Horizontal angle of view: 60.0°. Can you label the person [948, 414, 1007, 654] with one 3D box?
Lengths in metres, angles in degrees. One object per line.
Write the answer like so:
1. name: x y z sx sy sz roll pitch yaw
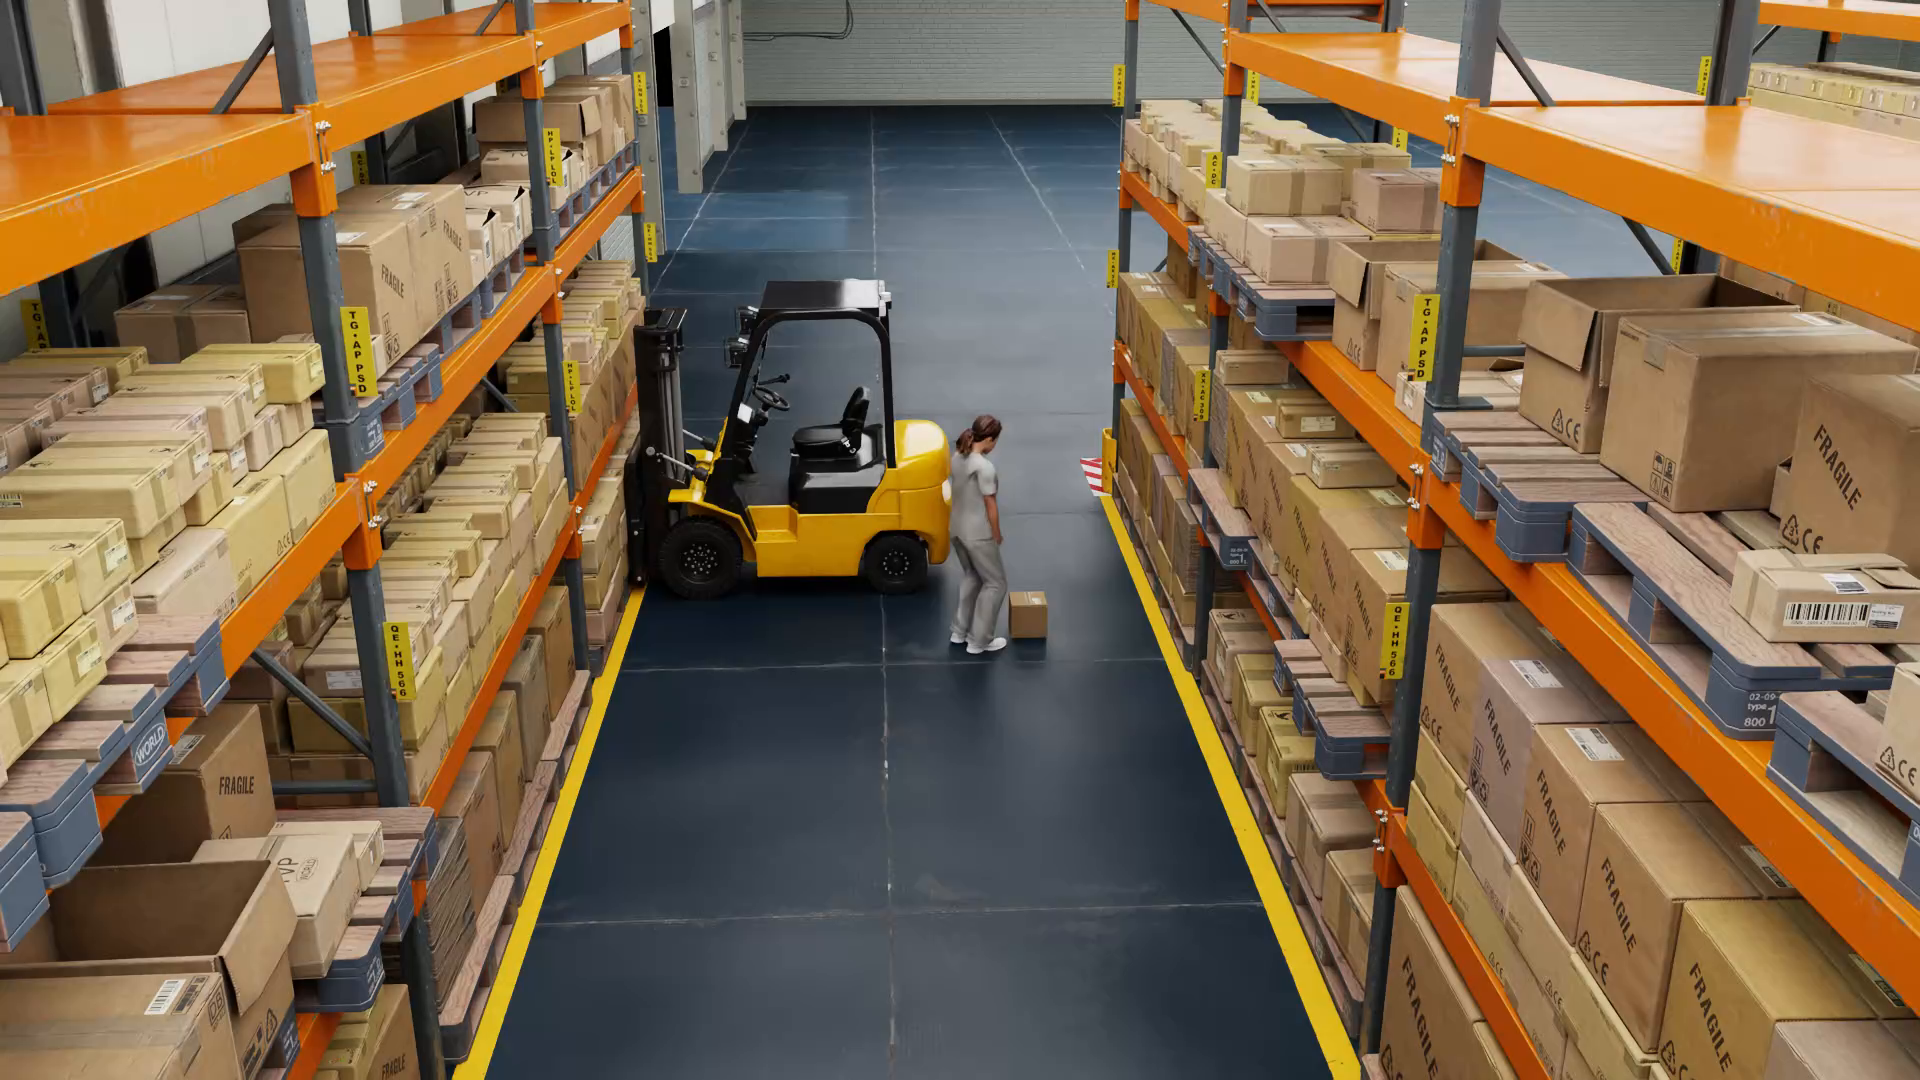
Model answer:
1. person: 0.112 -0.050 11.282 0.369 1.637 0.458 -12 24 -29
